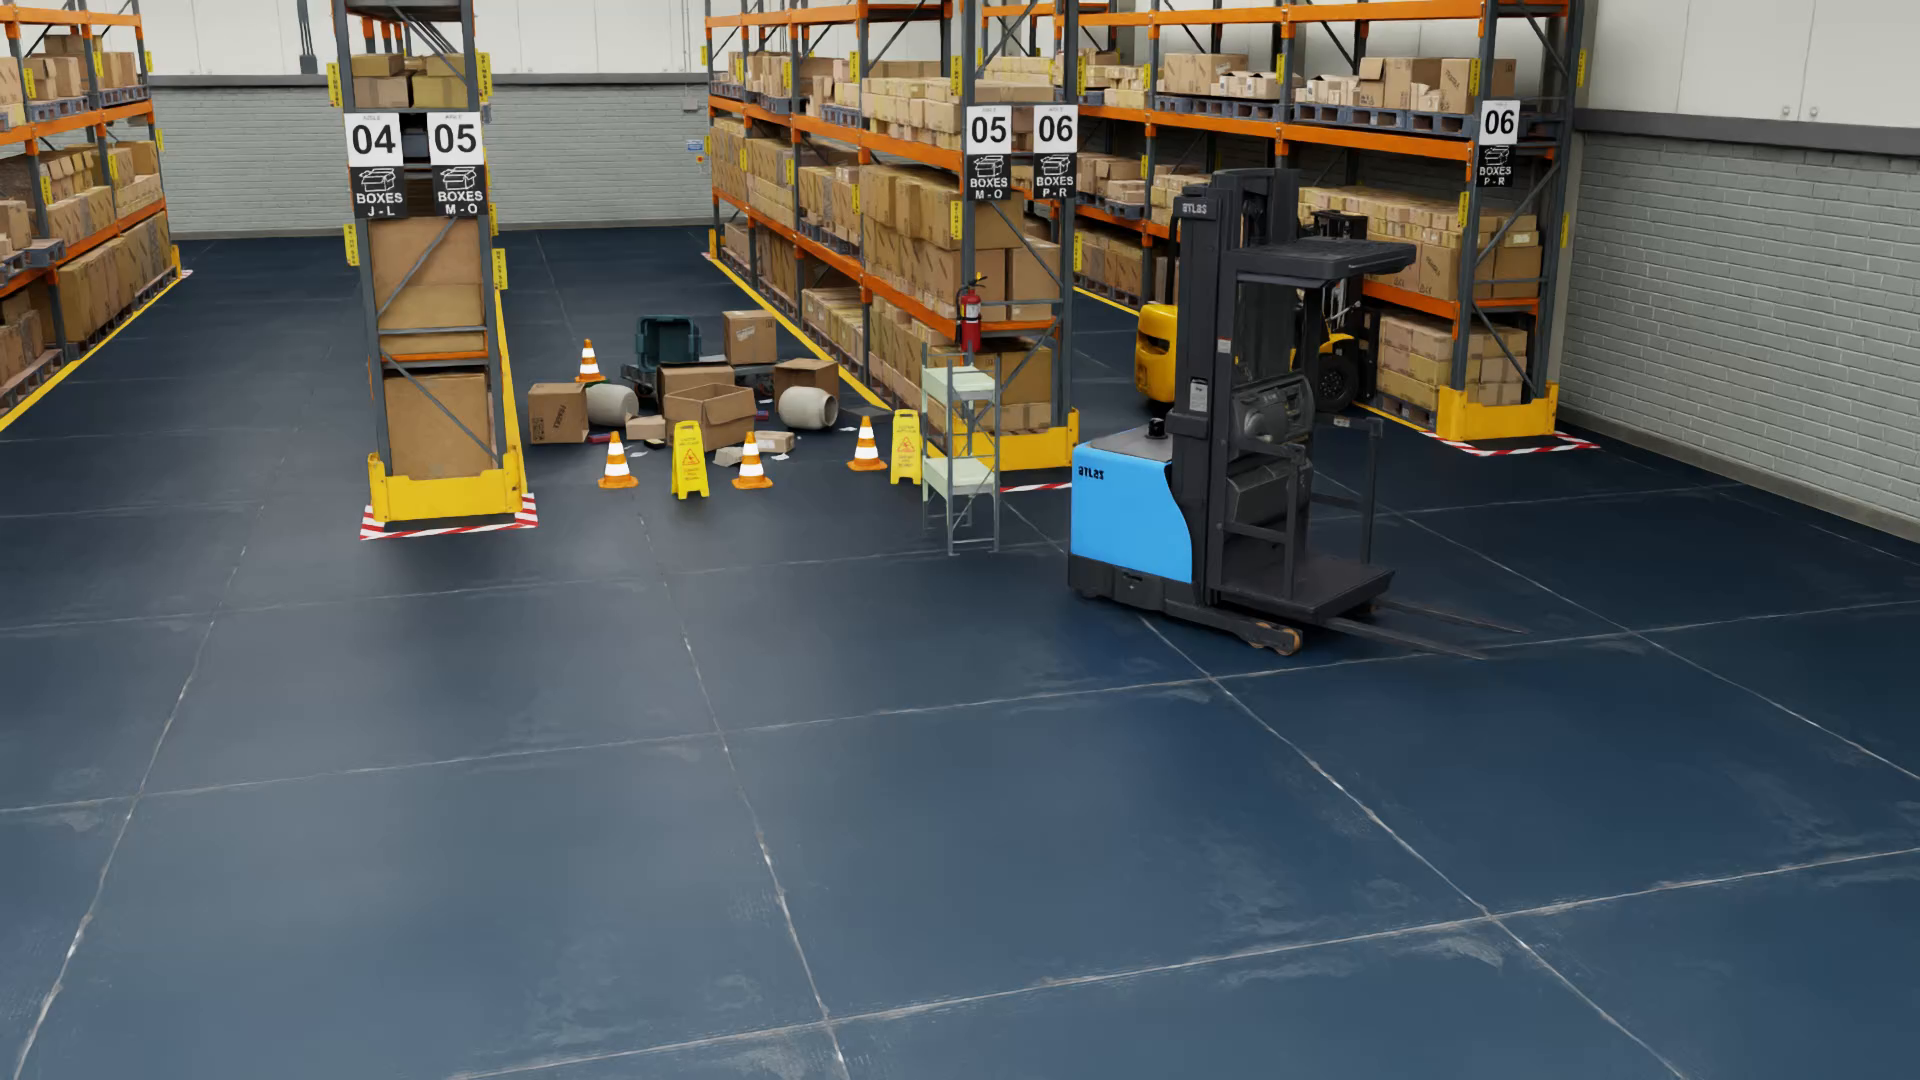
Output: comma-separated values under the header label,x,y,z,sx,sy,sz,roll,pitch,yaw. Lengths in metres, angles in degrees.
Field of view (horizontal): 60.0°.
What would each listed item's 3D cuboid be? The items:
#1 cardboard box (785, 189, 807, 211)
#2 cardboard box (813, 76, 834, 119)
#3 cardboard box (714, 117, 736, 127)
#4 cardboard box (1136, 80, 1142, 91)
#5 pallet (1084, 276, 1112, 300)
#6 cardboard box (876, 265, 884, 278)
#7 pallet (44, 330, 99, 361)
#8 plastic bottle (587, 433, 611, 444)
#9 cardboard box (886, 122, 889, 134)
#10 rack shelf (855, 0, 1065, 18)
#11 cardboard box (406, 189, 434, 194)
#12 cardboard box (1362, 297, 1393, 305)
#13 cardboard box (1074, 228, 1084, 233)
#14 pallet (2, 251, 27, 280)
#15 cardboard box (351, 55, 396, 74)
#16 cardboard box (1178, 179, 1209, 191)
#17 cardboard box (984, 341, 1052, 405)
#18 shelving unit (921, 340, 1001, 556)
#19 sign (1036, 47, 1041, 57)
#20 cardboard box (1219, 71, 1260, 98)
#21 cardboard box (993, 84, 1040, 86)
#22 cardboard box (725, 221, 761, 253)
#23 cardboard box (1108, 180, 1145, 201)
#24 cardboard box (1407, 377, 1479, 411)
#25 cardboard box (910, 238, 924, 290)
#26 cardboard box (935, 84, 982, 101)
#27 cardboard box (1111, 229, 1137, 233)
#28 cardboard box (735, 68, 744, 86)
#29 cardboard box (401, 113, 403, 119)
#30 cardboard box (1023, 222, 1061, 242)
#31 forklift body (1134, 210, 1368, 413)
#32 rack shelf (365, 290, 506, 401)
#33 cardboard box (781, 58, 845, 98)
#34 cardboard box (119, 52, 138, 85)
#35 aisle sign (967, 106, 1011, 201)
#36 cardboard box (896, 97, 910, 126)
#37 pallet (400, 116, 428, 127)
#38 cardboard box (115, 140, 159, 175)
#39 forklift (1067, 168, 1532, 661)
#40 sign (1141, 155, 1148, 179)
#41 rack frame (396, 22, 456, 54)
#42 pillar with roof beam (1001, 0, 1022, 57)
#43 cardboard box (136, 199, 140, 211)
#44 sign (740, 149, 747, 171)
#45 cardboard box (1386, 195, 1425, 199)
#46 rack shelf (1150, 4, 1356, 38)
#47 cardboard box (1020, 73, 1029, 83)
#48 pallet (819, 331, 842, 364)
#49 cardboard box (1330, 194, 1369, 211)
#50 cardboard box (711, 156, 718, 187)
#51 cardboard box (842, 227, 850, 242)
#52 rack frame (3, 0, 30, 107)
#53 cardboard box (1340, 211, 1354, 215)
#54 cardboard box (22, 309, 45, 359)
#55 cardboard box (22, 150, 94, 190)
label,x,y,z,sx,sy,sz,roll,pitch,yaw
cardboard box,-2.067,-4.590,22.411,0.500,0.250,0.500,-5,17,-15
cardboard box,-1.439,-5.530,20.761,0.700,0.500,0.500,-5,17,-15
cardboard box,-4.057,-7.239,28.798,0.380,0.149,0.250,-4,17,-14
cardboard box,2.700,-6.410,23.432,0.380,0.149,0.250,-5,17,-17
pallet,2.581,-3.913,25.612,1.003,0.211,1.213,-5,17,-15
cardboard box,-0.693,-2.904,17.842,0.380,0.149,0.250,-4,17,-14
pallet,-11.362,-2.414,20.621,1.003,0.211,1.213,-5,17,-15
plastic bottle,-3.459,-0.990,16.142,0.283,0.061,0.133,-12,20,-34
cardboard box,-0.548,-4.276,17.197,0.380,0.149,0.250,-5,17,-15
rack shelf,-0.041,-5.176,15.798,1.077,0.370,4.000,-5,17,-15
cardboard box,-4.975,-2.964,15.468,0.875,0.550,0.550,-5,17,-15
cardboard box,4.782,-2.558,18.566,0.500,0.250,0.500,-5,17,-15
cardboard box,1.976,-4.933,26.647,0.380,0.149,0.250,-5,17,-17
pallet,-10.635,-2.889,17.690,1.003,0.211,1.213,-5,17,-15
cardboard box,-4.919,-3.971,13.890,0.380,0.149,0.250,-5,17,-15
cardboard box,3.140,-4.735,22.201,0.380,0.149,0.250,-4,17,-15
cardboard box,0.546,-1.591,15.780,0.500,0.500,0.500,-5,18,-17
shelving unit,0.002,-0.716,12.730,0.431,1.500,0.755,-5,17,-15
sign,1.422,-8.814,30.328,0.100,0.325,0.005,-5,17,-15
cardboard box,3.537,-5.632,20.525,0.500,0.311,0.500,-5,18,-17
cardboard box,0.513,-4.051,15.061,0.380,0.149,0.250,-5,17,-15
cardboard box,-3.611,-5.321,29.176,0.875,0.438,0.875,-5,18,-17
cardboard box,2.481,-5.098,24.240,0.500,0.250,0.500,-6,18,-18
cardboard box,4.847,-1.479,16.710,0.500,0.250,0.500,-5,17,-15
cardboard box,-0.173,-2.692,16.010,0.500,0.500,0.500,-5,17,-16
cardboard box,-0.010,-4.082,15.164,0.380,0.149,0.250,-5,17,-15
cardboard box,2.609,-4.837,26.327,0.380,0.149,0.250,-6,18,-18
cardboard box,-3.272,-7.188,25.783,0.396,0.266,0.258,-4,17,-13
cardboard box,-5.059,-3.729,14.471,0.380,0.149,0.250,-4,17,-15
cardboard box,1.443,-5.216,28.717,0.700,0.500,0.500,-5,18,-17
forklift body,3.005,-2.463,17.414,2.313,2.155,1.214,-5,17,-15
rack shelf,-4.772,-1.885,15.265,1.077,0.370,4.000,-5,17,-15
cardboard box,-1.938,-6.088,21.883,0.797,0.503,0.637,-6,18,-19
cardboard box,-13.222,-7.332,25.855,0.700,0.500,0.500,-6,18,-19
aisle sign,0.247,-3.301,14.208,0.394,0.787,0.004,-5,17,-15
cardboard box,-0.316,-4.145,16.068,0.500,0.250,0.500,-5,17,-15
pallet,-4.776,-3.613,14.707,1.003,0.211,1.213,-5,17,-15
cardboard box,-13.030,-6.054,26.332,0.500,0.500,0.500,-4,17,-15
forklift,2.190,-0.844,10.666,3.031,2.935,1.130,14,22,40
sign,2.563,-5.173,23.086,0.100,0.325,0.005,-5,17,-15
rack frame,-7.521,-7.869,23.507,1.000,3.000,0.127,-5,17,-15
pillar with roof beam,-3.130,-10.265,31.483,9.100,9.000,0.400,-5,17,-15
cardboard box,-12.436,-4.978,24.747,0.380,0.149,0.250,-4,17,-15
sign,-3.322,-5.823,25.482,0.100,0.325,0.005,-5,17,-15
cardboard box,4.880,-3.676,18.156,0.380,0.149,0.250,-5,17,-16
rack shelf,3.631,-6.486,20.849,1.077,0.370,4.000,-5,17,-15
cardboard box,1.326,-7.715,27.952,0.500,0.250,0.500,-4,17,-14
pallet,-1.145,-2.420,20.642,1.003,0.211,1.213,-5,17,-15
cardboard box,4.290,-3.701,18.241,0.380,0.149,0.250,-5,17,-16
cardboard box,-4.032,-6.414,28.917,0.500,0.500,0.500,-5,17,-16
cardboard box,-1.158,-3.547,19.251,0.380,0.149,0.250,-5,17,-16
rack frame,-11.218,-6.398,18.611,1.000,3.000,0.127,-5,17,-15
cardboard box,4.340,-3.489,18.052,0.380,0.149,0.250,-5,18,-17
cardboard box,-11.015,-2.355,19.159,0.700,0.500,0.500,-6,18,-18
cardboard box,-12.134,-4.984,22.413,0.797,0.503,0.637,-5,17,-17
